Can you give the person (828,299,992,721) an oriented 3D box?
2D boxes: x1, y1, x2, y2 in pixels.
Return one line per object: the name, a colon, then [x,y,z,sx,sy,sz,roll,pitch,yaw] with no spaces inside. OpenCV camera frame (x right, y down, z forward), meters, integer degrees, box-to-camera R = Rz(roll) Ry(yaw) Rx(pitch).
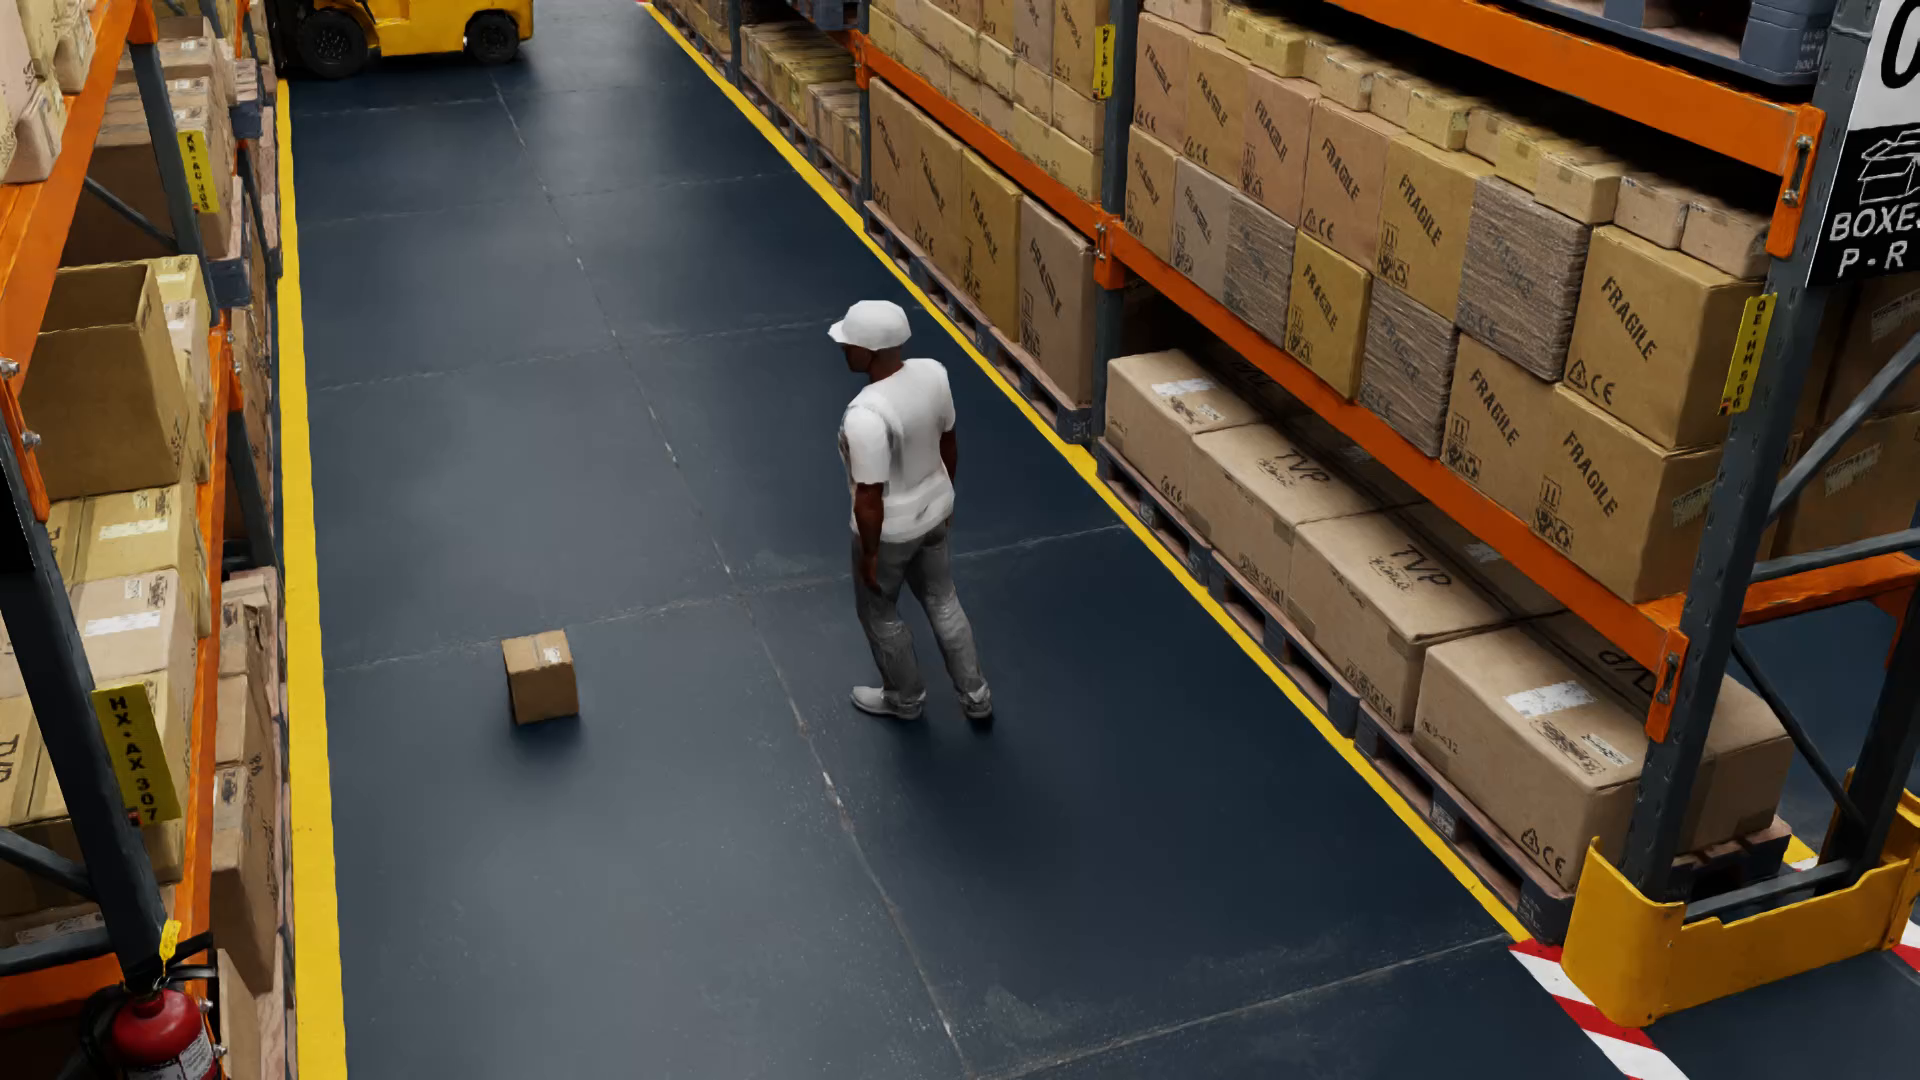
person: [-0.170,-0.065,6.225,0.559,1.754,0.608,20,35,31]
